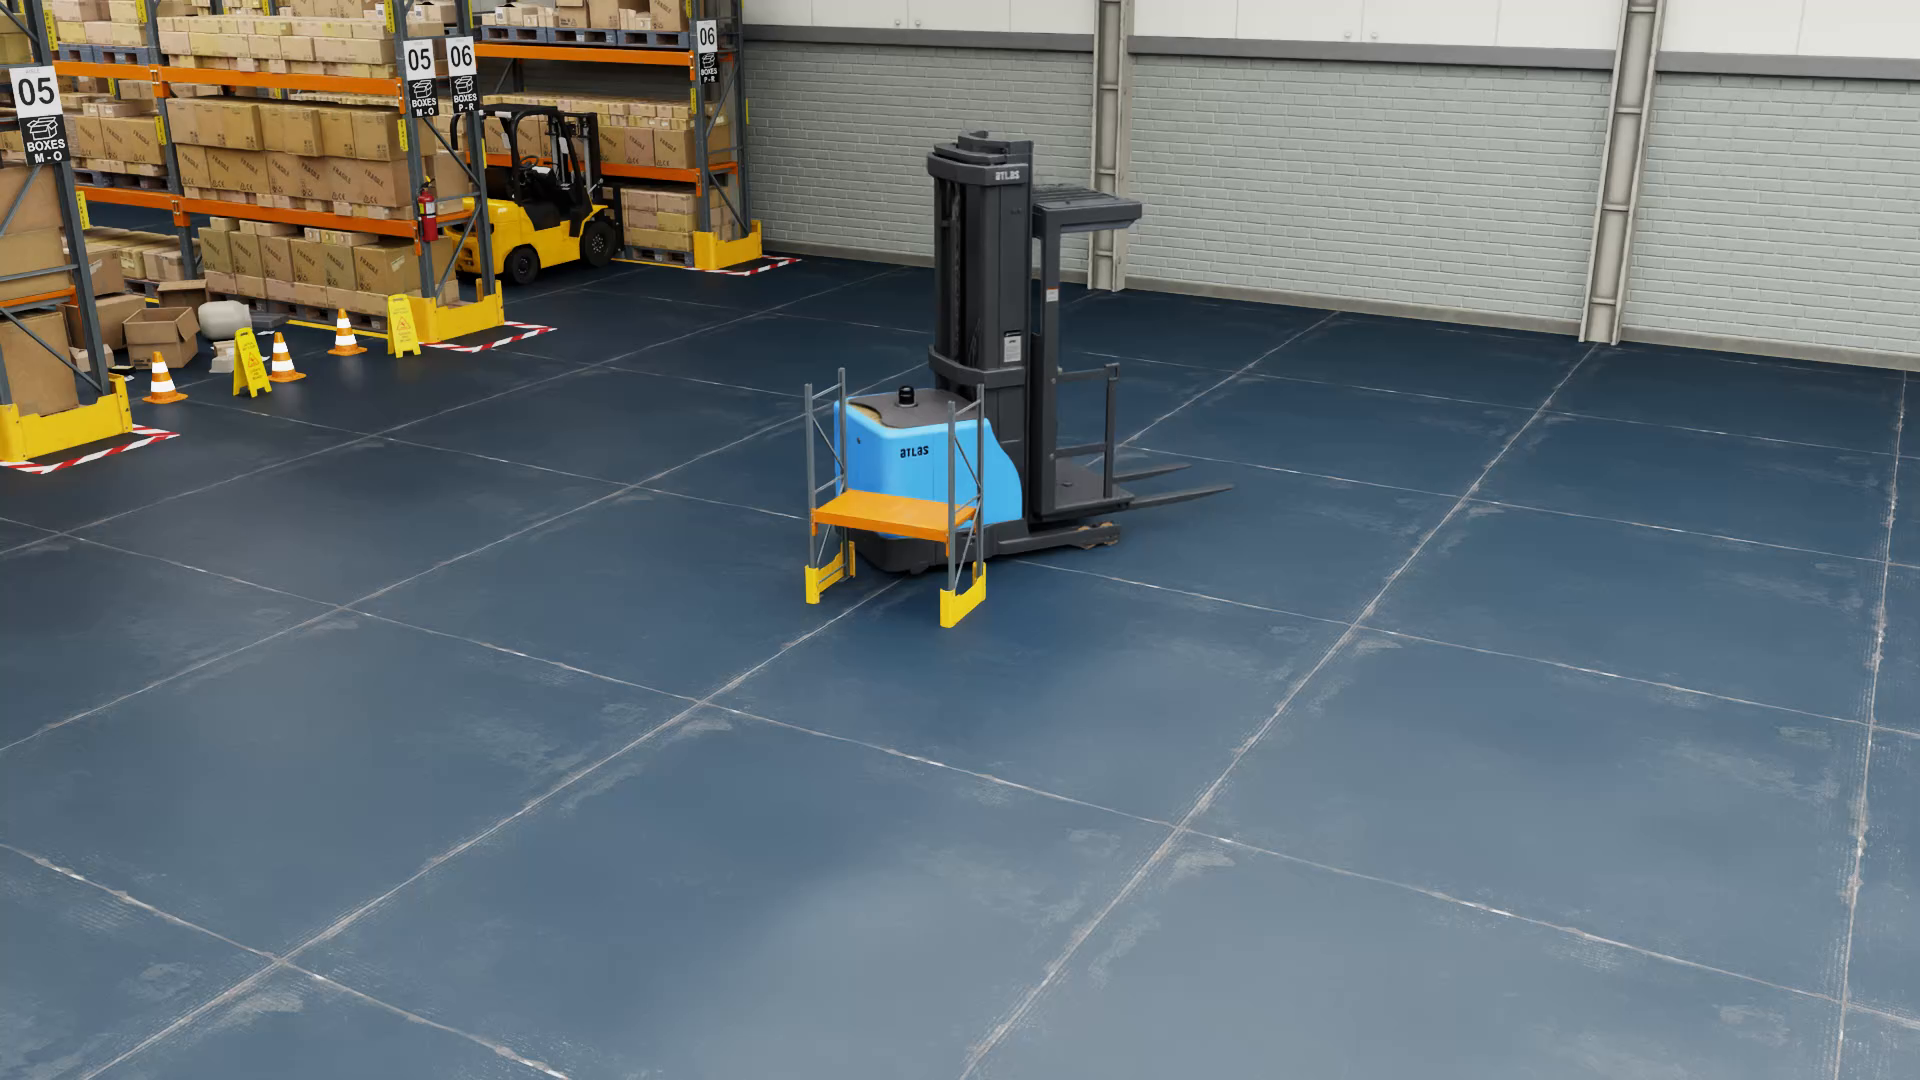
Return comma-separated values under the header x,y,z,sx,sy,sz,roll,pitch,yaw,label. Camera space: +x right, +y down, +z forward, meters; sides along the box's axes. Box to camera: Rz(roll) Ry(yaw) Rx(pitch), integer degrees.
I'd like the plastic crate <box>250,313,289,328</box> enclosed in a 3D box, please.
x,y,z,sx,sy,sz,roll,pitch,yaw,label
-8.141,-2.548,19.272,0.583,0.080,0.402,3,20,9,plastic crate

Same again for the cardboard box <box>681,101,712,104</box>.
x,y,z,sx,sy,sz,roll,pitch,yaw,label
-3.593,-5.913,22.733,0.250,0.149,0.380,12,23,29,cardboard box

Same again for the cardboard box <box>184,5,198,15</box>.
x,y,z,sx,sy,sz,roll,pitch,yaw,label
-12.257,-8.355,26.206,0.250,0.149,0.380,11,23,28,cardboard box

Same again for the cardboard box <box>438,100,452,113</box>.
x,y,z,sx,sy,sz,roll,pitch,yaw,label
-7.523,-6.341,24.348,0.250,0.149,0.380,11,23,27,cardboard box

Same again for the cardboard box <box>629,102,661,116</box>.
x,y,z,sx,sy,sz,roll,pitch,yaw,label
-4.271,-5.858,22.582,0.250,0.149,0.380,11,23,28,cardboard box

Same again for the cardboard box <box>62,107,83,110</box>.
x,y,z,sx,sy,sz,roll,pitch,yaw,label
-11.174,-5.316,21.423,0.500,0.500,0.500,9,22,24,cardboard box

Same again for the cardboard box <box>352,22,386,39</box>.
x,y,z,sx,sy,sz,roll,pitch,yaw,label
-6.266,-5.450,17.791,0.250,0.149,0.380,11,23,28,cardboard box

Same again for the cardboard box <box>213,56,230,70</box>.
x,y,z,sx,sy,sz,roll,pitch,yaw,label
-8.289,-5.471,19.018,0.250,0.149,0.380,12,23,29,cardboard box

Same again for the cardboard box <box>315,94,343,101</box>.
x,y,z,sx,sy,sz,roll,pitch,yaw,label
-9.581,-6.701,25.343,0.250,0.149,0.380,11,23,29,cardboard box

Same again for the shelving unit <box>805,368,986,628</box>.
x,y,z,sx,sy,sz,roll,pitch,yaw,label
-0.431,-0.300,10.993,1.083,1.500,0.587,9,22,23,shelving unit

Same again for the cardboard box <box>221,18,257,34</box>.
x,y,z,sx,sy,sz,roll,pitch,yaw,label
-8.071,-5.784,18.712,0.250,0.149,0.380,10,22,26,cardboard box

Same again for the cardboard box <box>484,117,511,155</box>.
x,y,z,sx,sy,sz,roll,pitch,yaw,label
-6.434,-5.800,23.808,0.500,0.500,0.500,10,22,26,cardboard box

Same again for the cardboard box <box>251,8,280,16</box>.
x,y,z,sx,sy,sz,roll,pitch,yaw,label
-10.614,-8.084,25.488,0.250,0.149,0.380,11,23,28,cardboard box

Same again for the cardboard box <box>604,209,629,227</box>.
x,y,z,sx,sy,sz,roll,pitch,yaw,label
-4.673,-4.533,23.146,0.500,0.250,0.500,10,22,26,cardboard box

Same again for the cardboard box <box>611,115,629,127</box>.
x,y,z,sx,sy,sz,roll,pitch,yaw,label
-4.543,-5.735,22.679,0.250,0.149,0.380,10,22,26,cardboard box

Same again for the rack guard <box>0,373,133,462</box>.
x,y,z,sx,sy,sz,roll,pitch,yaw,label
-7.925,-1.091,14.640,0.348,0.500,1.175,11,23,27,rack guard

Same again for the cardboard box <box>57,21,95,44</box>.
x,y,z,sx,sy,sz,roll,pitch,yaw,label
-10.576,-6.188,20.229,0.500,0.250,0.500,11,23,28,cardboard box

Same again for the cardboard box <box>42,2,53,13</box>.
x,y,z,sx,sy,sz,roll,pitch,yaw,label
-15.123,-8.892,27.863,0.500,0.250,0.500,11,23,28,cardboard box

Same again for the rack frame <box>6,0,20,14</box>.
x,y,z,sx,sy,sz,roll,pitch,yaw,label
-12.604,-7.911,20.978,0.127,3.000,1.000,11,23,27,rack frame

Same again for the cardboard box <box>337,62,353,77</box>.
x,y,z,sx,sy,sz,roll,pitch,yaw,label
-6.516,-5.115,18.036,0.250,0.149,0.380,12,23,29,cardboard box

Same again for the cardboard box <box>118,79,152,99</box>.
x,y,z,sx,sy,sz,roll,pitch,yaw,label
-13.365,-7.332,27.416,0.500,0.500,0.700,11,23,29,cardboard box

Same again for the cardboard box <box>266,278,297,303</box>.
x,y,z,sx,sy,sz,roll,pitch,yaw,label
-7.793,-2.979,19.596,0.500,0.250,0.500,10,22,27,cardboard box

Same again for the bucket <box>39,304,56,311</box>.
x,y,z,sx,sy,sz,roll,pitch,yaw,label
-10.195,-2.775,18.187,0.726,0.611,0.620,-16,16,-38,bucket

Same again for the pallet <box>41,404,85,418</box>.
x,y,z,sx,sy,sz,roll,pitch,yaw,label
-8.682,-1.069,15.003,1.213,0.211,1.003,11,23,27,pallet

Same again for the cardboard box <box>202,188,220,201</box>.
x,y,z,sx,sy,sz,roll,pitch,yaw,label
-8.748,-4.133,19.729,0.250,0.149,0.380,12,23,29,cardboard box

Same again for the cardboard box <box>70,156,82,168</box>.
x,y,z,sx,sy,sz,roll,pitch,yaw,label
-11.024,-4.778,20.890,0.250,0.149,0.380,12,23,29,cardboard box

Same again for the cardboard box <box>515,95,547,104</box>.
x,y,z,sx,sy,sz,roll,pitch,yaw,label
-6.062,-6.198,23.519,0.250,0.149,0.380,10,22,26,cardboard box

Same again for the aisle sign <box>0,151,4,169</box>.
x,y,z,sx,sy,sz,roll,pitch,yaw,label
-8.030,-3.391,13.503,0.004,0.787,0.394,11,23,27,aisle sign

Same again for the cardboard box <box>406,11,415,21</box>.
x,y,z,sx,sy,sz,roll,pitch,yaw,label
-7.803,-7.533,23.940,0.250,0.149,0.380,11,23,27,cardboard box

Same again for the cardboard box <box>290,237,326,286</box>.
x,y,z,sx,sy,sz,roll,pitch,yaw,label
-7.341,-3.245,19.230,0.500,0.500,0.500,10,22,26,cardboard box

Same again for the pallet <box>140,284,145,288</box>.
x,y,z,sx,sy,sz,roll,pitch,yaw,label
-10.862,-3.447,21.557,1.213,0.211,1.003,11,23,27,pallet

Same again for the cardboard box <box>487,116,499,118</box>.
x,y,z,sx,sy,sz,roll,pitch,yaw,label
-6.545,-6.125,23.753,0.250,0.149,0.380,10,22,26,cardboard box

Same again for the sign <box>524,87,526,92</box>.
x,y,z,sx,sy,sz,roll,pitch,yaw,label
-6.425,-6.514,24.538,0.005,0.325,0.100,11,23,27,sign

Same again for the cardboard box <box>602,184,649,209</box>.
x,y,z,sx,sy,sz,roll,pitch,yaw,label
-4.651,-4.762,23.043,0.500,0.250,0.500,11,23,28,cardboard box

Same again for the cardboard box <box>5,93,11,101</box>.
x,y,z,sx,sy,sz,roll,pitch,yaw,label
-12.915,-5.763,22.240,0.500,0.500,0.500,10,22,26,cardboard box

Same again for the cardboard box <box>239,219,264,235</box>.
x,y,z,sx,sy,sz,roll,pitch,yaw,label
-8.199,-3.686,19.493,0.250,0.149,0.380,12,23,29,cardboard box

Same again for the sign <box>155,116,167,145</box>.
x,y,z,sx,sy,sz,roll,pitch,yaw,label
-9.380,-4.804,19.513,0.005,0.325,0.100,11,23,27,sign

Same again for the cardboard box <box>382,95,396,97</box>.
x,y,z,sx,sy,sz,roll,pitch,yaw,label
-8.628,-6.753,25.484,0.250,0.149,0.380,10,22,26,cardboard box

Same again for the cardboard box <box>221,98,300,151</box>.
x,y,z,sx,sy,sz,roll,pitch,yaw,label
-7.973,-4.762,19.045,0.500,0.500,0.700,10,22,26,cardboard box

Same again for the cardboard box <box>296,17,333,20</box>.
x,y,z,sx,sy,sz,roll,pitch,yaw,label
-7.329,-5.875,18.964,0.250,0.149,0.380,11,23,28,cardboard box

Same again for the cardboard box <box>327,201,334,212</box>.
x,y,z,sx,sy,sz,roll,pitch,yaw,label
-6.934,-3.817,18.858,0.250,0.149,0.380,11,23,28,cardboard box

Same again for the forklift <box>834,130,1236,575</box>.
x,y,z,sx,sy,sz,roll,pitch,yaw,label
0.629,-1.462,12.097,3.031,2.935,1.130,-9,22,-24,forklift

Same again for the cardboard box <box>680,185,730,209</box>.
x,y,z,sx,sy,sz,roll,pitch,yaw,label
-3.530,-4.750,23.011,0.500,0.250,0.500,10,22,26,cardboard box

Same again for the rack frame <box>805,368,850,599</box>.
x,y,z,sx,sy,sz,roll,pitch,yaw,label
-0.887,-0.370,11.185,0.032,1.500,0.500,9,22,23,rack frame

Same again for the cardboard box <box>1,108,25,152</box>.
x,y,z,sx,sy,sz,roll,pitch,yaw,label
-11.866,-5.247,21.232,0.500,0.500,0.500,12,23,30,cardboard box

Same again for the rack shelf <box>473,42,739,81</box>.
x,y,z,sx,sy,sz,roll,pitch,yaw,label
-4.948,-6.643,22.937,4.000,0.370,1.077,11,23,27,rack shelf

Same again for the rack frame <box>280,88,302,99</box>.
x,y,z,sx,sy,sz,roll,pitch,yaw,label
-10.187,-6.569,26.076,0.127,3.000,1.000,11,23,27,rack frame

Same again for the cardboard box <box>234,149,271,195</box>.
x,y,z,sx,sy,sz,roll,pitch,yaw,label
-7.982,-4.293,19.217,0.500,0.500,0.500,11,22,27,cardboard box

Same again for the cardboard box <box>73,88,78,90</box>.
x,y,z,sx,sy,sz,roll,pitch,yaw,label
-15.760,-7.802,29.258,0.500,0.250,0.500,12,23,29,cardboard box

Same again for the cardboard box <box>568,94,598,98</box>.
x,y,z,sx,sy,sz,roll,pitch,yaw,label
-5.366,-6.267,23.708,0.250,0.149,0.380,10,22,26,cardboard box

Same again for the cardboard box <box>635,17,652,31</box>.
x,y,z,sx,sy,sz,roll,pitch,yaw,label
-4.074,-6.823,21.982,0.250,0.149,0.380,10,22,26,cardboard box

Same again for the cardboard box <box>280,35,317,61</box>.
x,y,z,sx,sy,sz,roll,pitch,yaw,label
-7.092,-5.414,18.276,0.500,0.250,0.500,12,23,29,cardboard box

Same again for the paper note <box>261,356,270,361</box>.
x,y,z,sx,sy,sz,roll,pitch,yaw,label
-7.416,-1.929,17.639,0.142,0.019,0.148,3,20,9,paper note
